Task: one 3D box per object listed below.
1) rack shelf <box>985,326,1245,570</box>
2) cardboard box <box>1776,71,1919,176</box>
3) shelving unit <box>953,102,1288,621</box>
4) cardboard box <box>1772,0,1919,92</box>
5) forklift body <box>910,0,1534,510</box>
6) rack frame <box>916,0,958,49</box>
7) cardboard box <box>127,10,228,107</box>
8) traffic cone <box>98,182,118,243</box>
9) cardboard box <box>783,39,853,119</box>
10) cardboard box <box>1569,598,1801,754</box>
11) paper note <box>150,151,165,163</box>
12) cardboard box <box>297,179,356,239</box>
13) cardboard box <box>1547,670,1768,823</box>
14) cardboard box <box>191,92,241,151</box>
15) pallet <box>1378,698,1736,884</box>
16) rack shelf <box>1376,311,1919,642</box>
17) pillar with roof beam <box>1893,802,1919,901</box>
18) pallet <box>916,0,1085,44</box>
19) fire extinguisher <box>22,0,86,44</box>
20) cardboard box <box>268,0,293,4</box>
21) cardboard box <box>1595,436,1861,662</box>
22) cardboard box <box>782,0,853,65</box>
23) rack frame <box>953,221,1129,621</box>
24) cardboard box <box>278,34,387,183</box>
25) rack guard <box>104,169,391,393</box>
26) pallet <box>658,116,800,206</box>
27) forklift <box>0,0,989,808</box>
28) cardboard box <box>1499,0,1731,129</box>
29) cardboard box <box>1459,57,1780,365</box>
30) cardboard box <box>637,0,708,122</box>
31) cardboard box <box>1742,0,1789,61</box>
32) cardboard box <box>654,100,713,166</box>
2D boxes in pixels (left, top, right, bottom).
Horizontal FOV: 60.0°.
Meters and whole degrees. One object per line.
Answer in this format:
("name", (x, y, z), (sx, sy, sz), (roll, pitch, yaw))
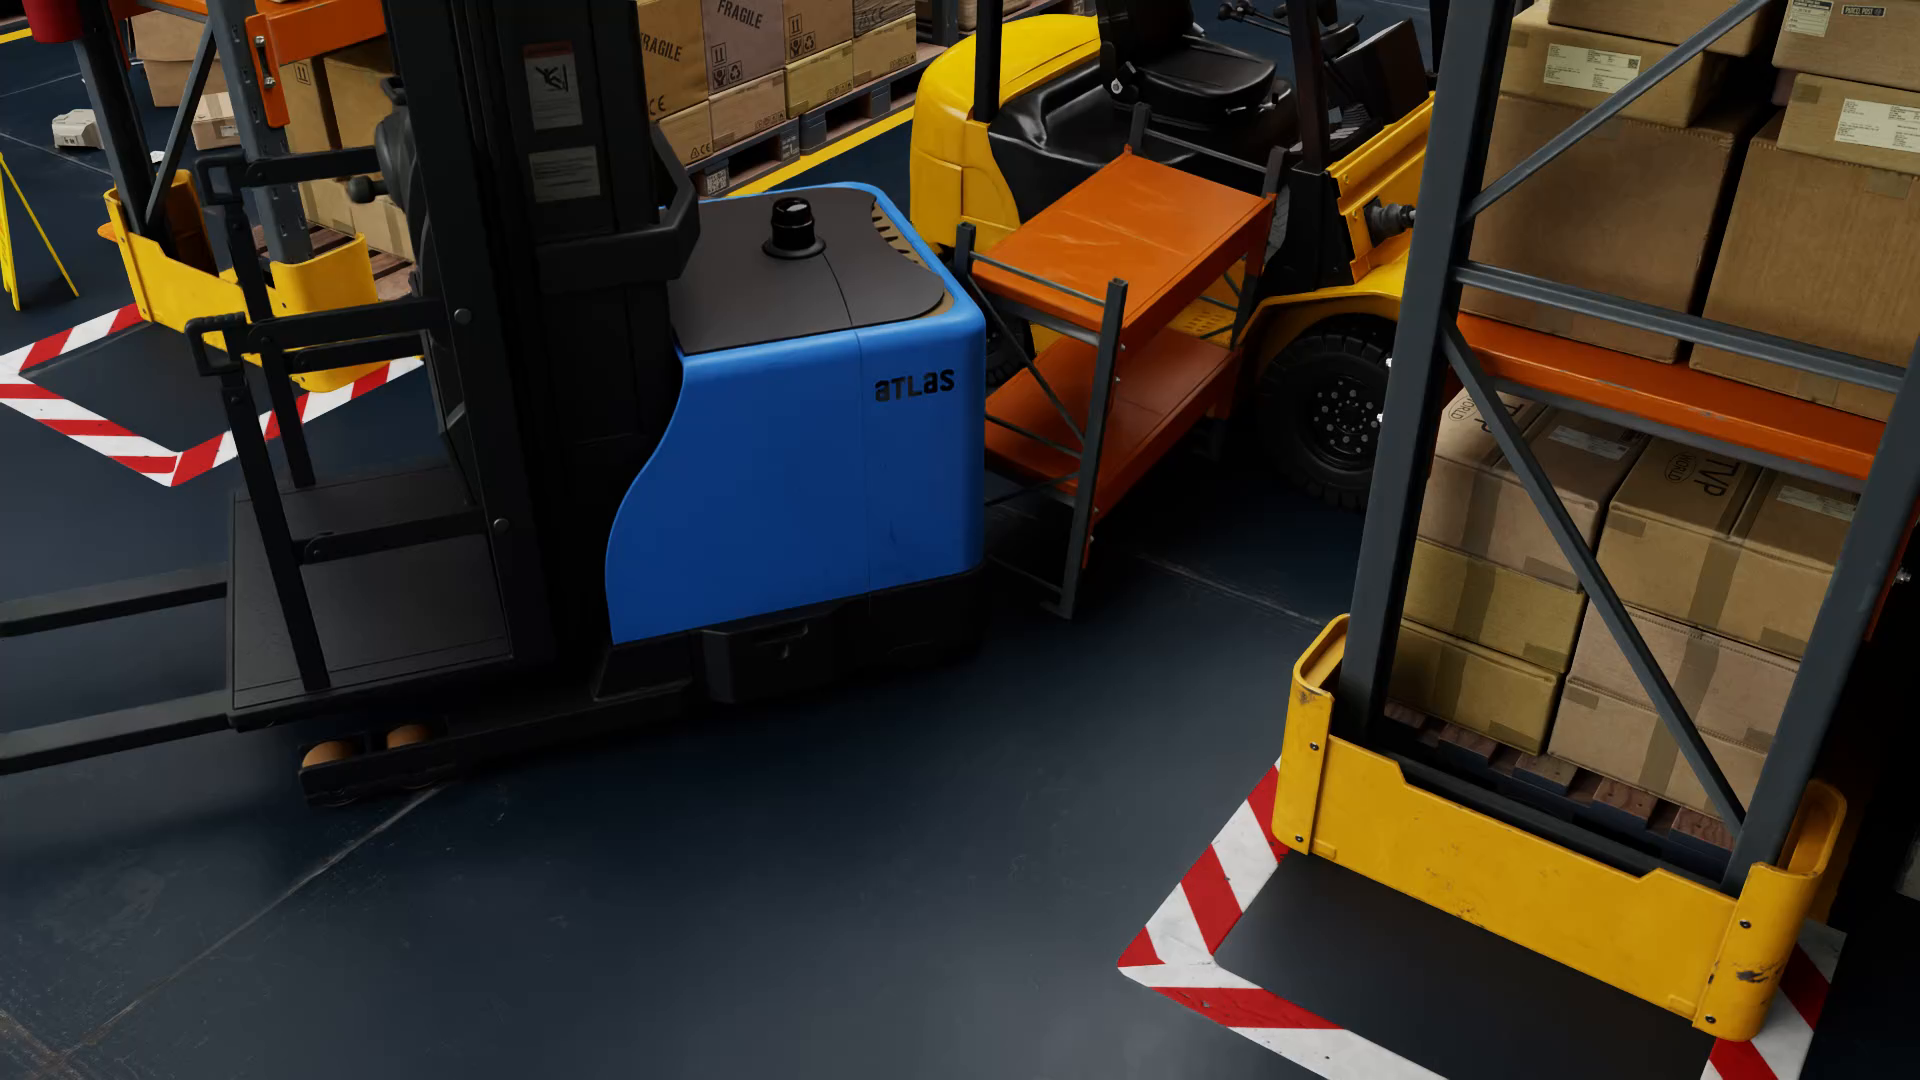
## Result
("rack shelf", (0.419, -0.364, 5.157), (0.538, 0.278, 1.000), (24, 42, 22))
("cardboard box", (1.754, -0.793, 3.076), (0.380, 0.149, 0.250), (20, 39, 27))
("shelving unit", (0.438, -0.555, 5.005), (0.538, 1.125, 1.048), (24, 42, 22))
("cardboard box", (1.715, -0.929, 3.012), (0.380, 0.149, 0.250), (20, 39, 27))
("forklift body", (0.930, -1.513, 5.567), (2.313, 2.155, 1.214), (21, 39, 28))
("rack frame", (-0.451, -3.834, 8.242), (1.000, 3.000, 0.127), (21, 39, 28))
("cardboard box", (-3.810, -2.576, 8.610), (0.797, 0.503, 0.637), (-3, 34, -4))
("traffic cone", (-3.547, -1.552, 7.132), (0.336, 0.463, 0.334), (21, 39, 28))
("cardboard box", (-0.863, -2.263, 7.998), (0.500, 0.250, 0.500), (20, 39, 27))
("cardboard box", (1.787, 0.199, 3.912), (0.500, 0.250, 0.500), (22, 40, 29))
("paper note", (-3.828, -1.834, 7.935), (0.148, 0.019, 0.142), (8, 35, 12))
("cardboard box", (-2.478, -1.497, 6.866), (0.500, 0.250, 0.500), (21, 39, 28))
("cardboard box", (1.789, 0.392, 4.072), (0.500, 0.250, 0.500), (21, 40, 28))
("cardboard box", (-3.645, -2.060, 8.164), (0.250, 0.149, 0.380), (-15, 37, -21))
("pallet", (1.749, 0.380, 4.499), (1.003, 0.211, 1.213), (21, 39, 28))
("rack shelf", (2.488, -1.032, 4.740), (1.077, 0.370, 4.000), (21, 39, 28))
("pillar with roof beam", (-1.051, -4.302, 3.578), (9.100, 9.000, 0.400), (21, 39, 28))
("pallet", (-0.009, -3.038, 9.553), (1.003, 0.211, 1.213), (21, 39, 28))
("fire extinguisher", (-3.176, -2.056, 5.681), (0.296, 0.674, 0.183), (21, 39, 28))
("cardboard box", (-2.368, -1.979, 5.723), (0.380, 0.149, 0.250), (21, 40, 28))
("cardboard box", (1.777, -0.019, 3.788), (0.500, 0.250, 0.500), (21, 39, 28))
("cardboard box", (-0.857, -2.587, 7.808), (0.500, 0.500, 0.500), (22, 40, 29))
("rack frame", (0.167, -0.305, 4.656), (0.500, 1.125, 0.032), (24, 42, 22))
("cardboard box", (-2.489, -1.791, 6.630), (0.500, 0.500, 0.500), (22, 40, 28))
("rack guard", (-2.689, -0.993, 6.271), (1.175, 0.500, 0.348), (21, 39, 28))
("pallet", (-1.500, -1.795, 7.715), (1.003, 0.211, 1.213), (21, 39, 28))
("forklift", (-1.493, -0.869, 3.918), (3.031, 2.935, 1.130), (-11, 36, -16))
("cardboard box", (1.315, -0.968, 3.336), (0.380, 0.149, 0.250), (22, 40, 29))
("cardboard box", (1.413, -0.761, 3.608), (0.500, 0.500, 0.500), (20, 39, 27))
("cardboard box", (-1.445, -2.103, 7.092), (0.500, 0.500, 0.500), (22, 40, 29))
("cardboard box", (1.635, -1.195, 3.672), (0.380, 0.149, 0.250), (22, 40, 29))
("cardboard box", (-1.447, -1.799, 7.312), (0.500, 0.250, 0.500), (24, 41, 31))
